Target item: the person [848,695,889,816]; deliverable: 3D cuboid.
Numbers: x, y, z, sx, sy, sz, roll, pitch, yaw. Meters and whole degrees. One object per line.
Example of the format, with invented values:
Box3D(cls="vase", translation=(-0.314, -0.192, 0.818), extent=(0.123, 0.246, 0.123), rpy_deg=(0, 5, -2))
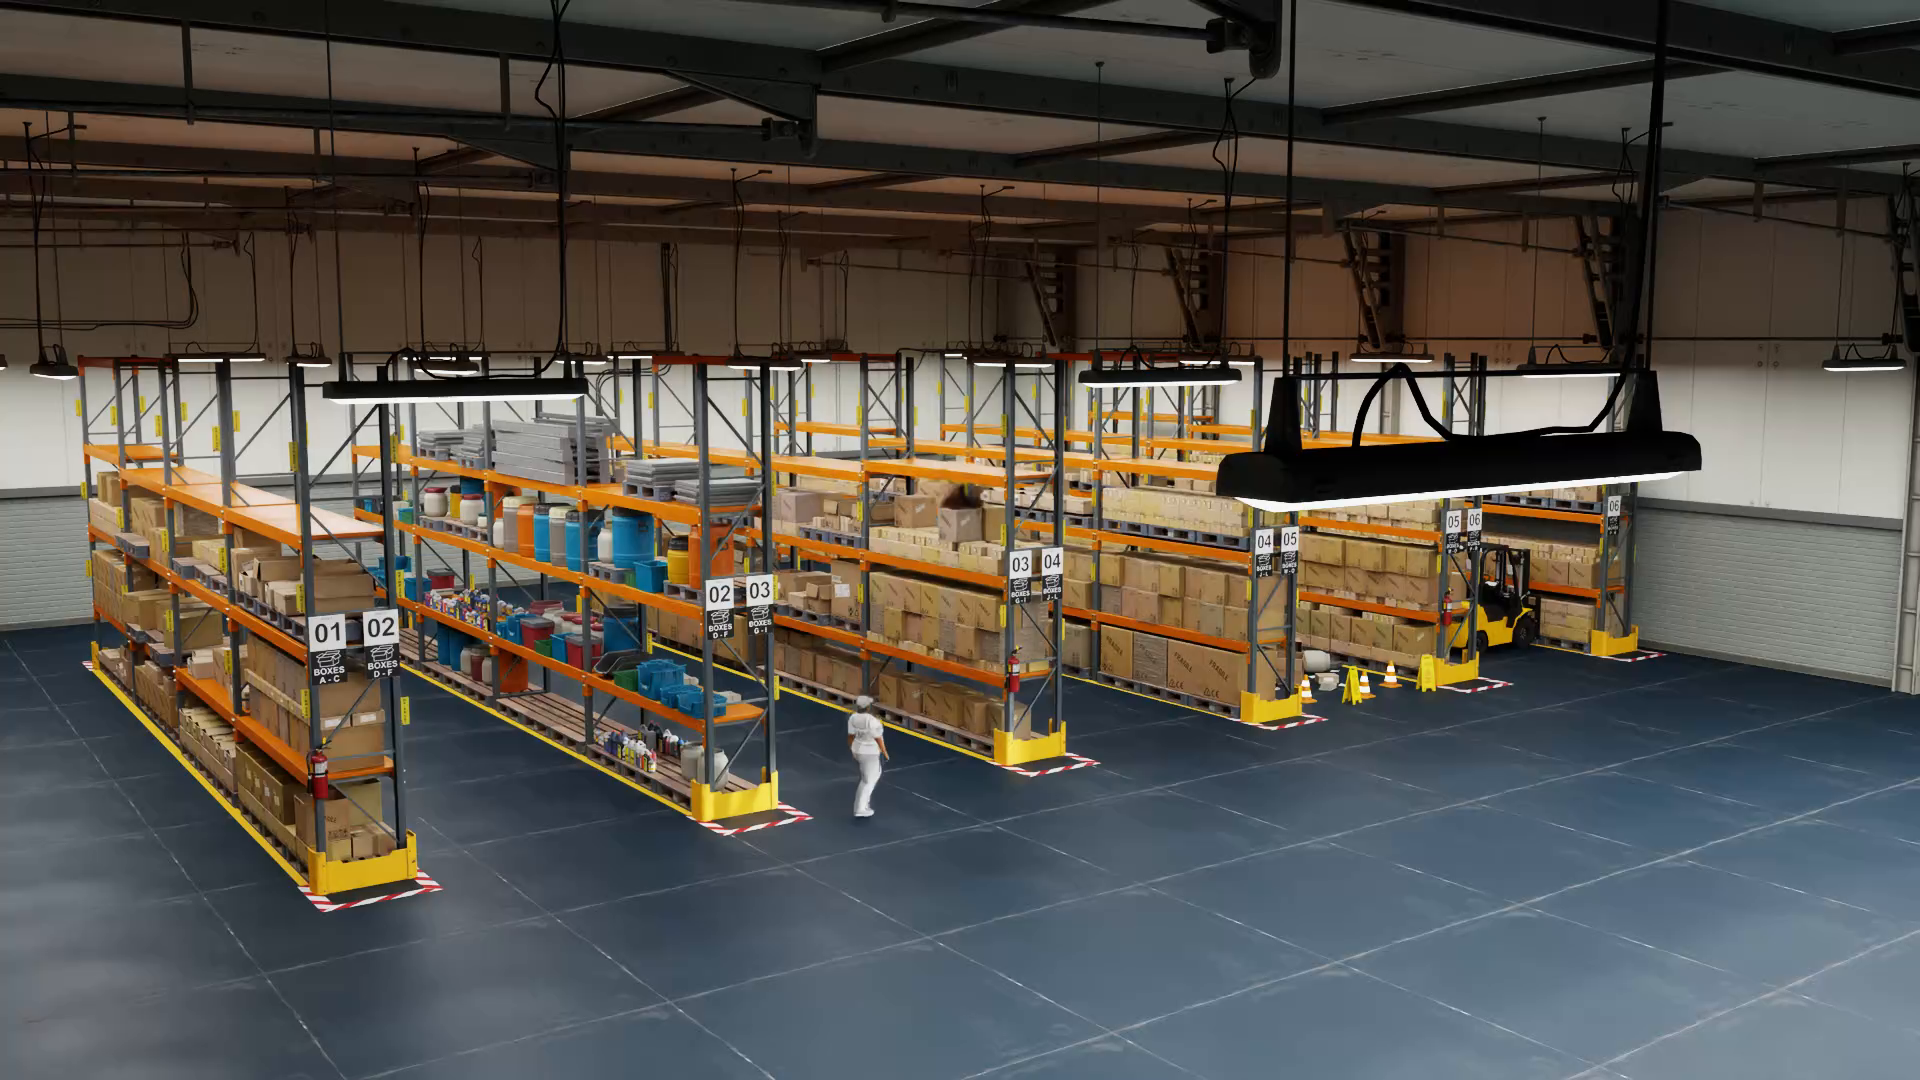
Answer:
Box3D(cls="person", translation=(-1.202, 2.856, 22.014), extent=(0.517, 1.673, 0.513), rpy_deg=(-4, 8, -27))
